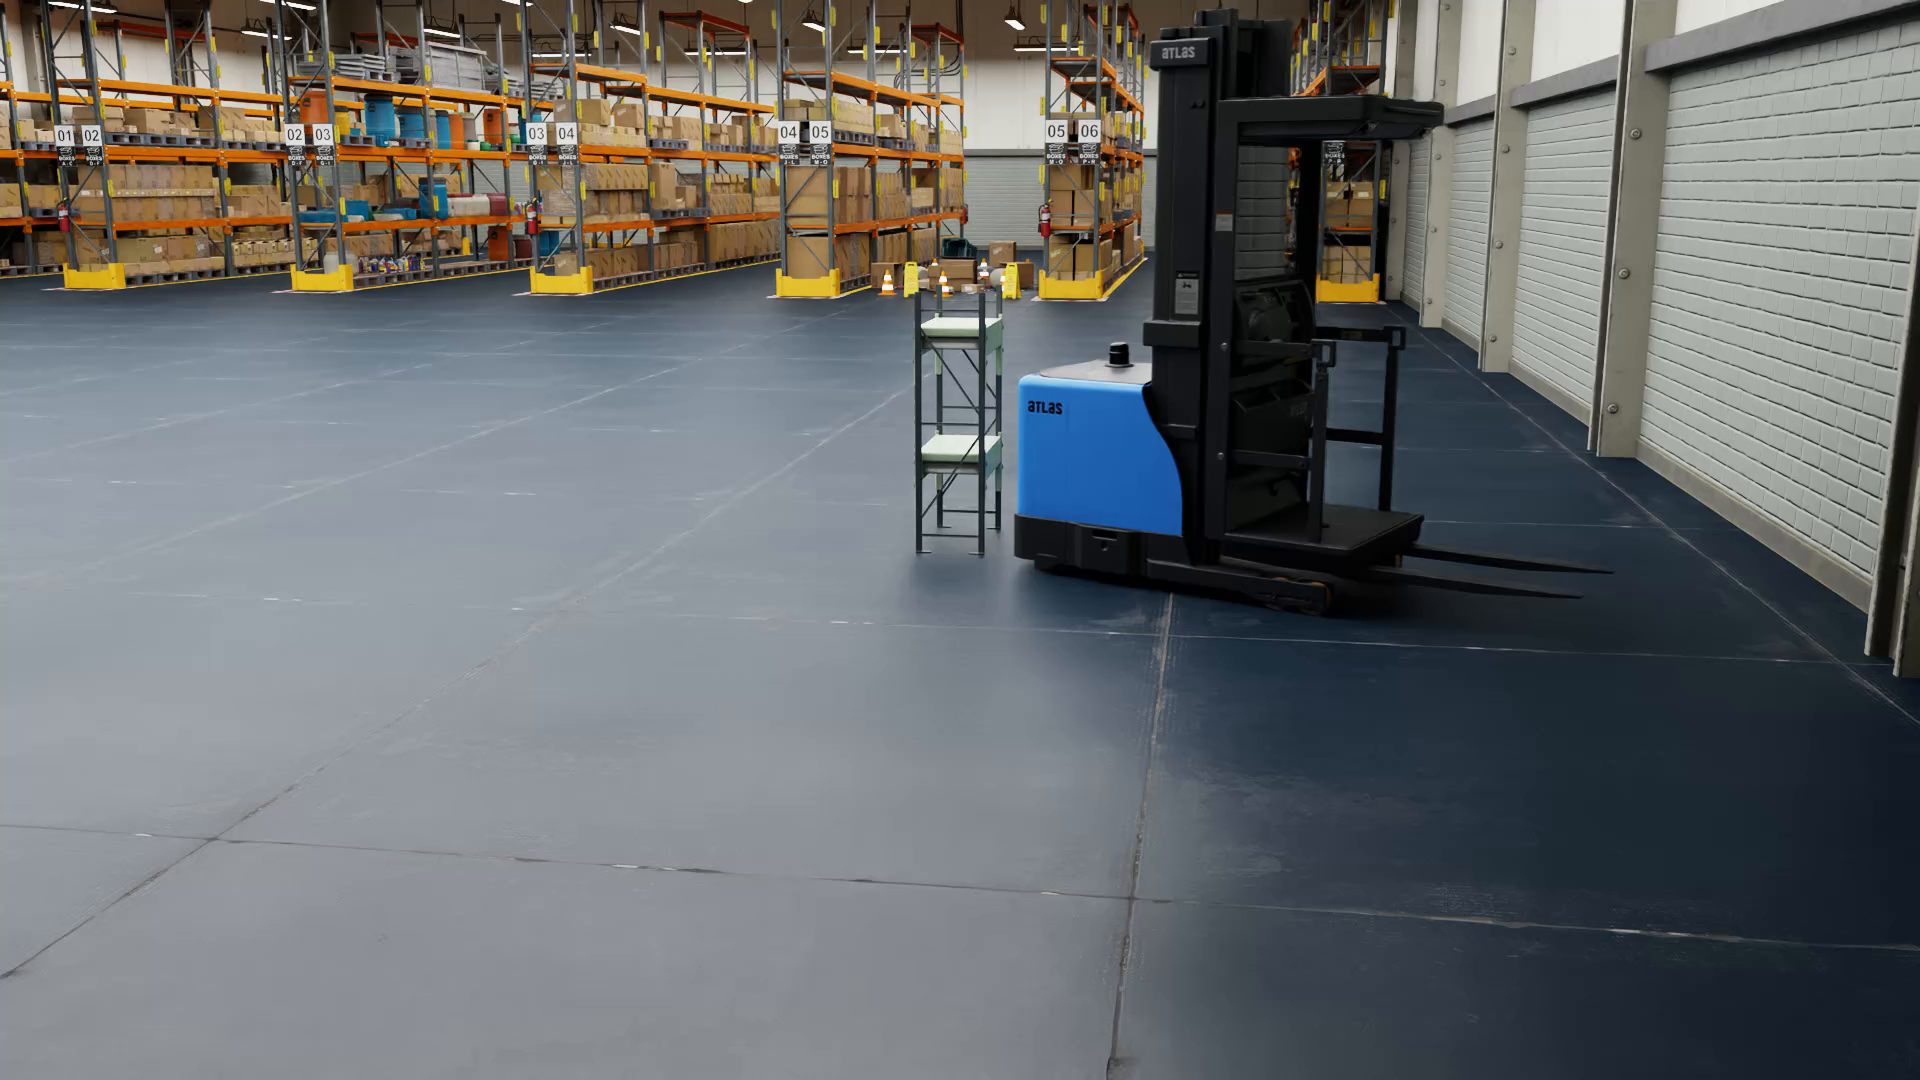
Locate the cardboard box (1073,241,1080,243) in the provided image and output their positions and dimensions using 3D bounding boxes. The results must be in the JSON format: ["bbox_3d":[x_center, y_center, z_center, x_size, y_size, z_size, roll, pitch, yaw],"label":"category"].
[{"bbox_3d":[2.071,-5.563,32.436,0.500,0.500,0.500,2,12,7],"label":"cardboard box"}]

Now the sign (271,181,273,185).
[{"bbox_3d":[-20.518,-10.561,49.634,0.100,0.325,0.005,2,12,9],"label":"sign"}]

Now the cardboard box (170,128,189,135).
[{"bbox_3d":[-16.836,-8.779,35.757,0.380,0.149,0.250,2,12,9],"label":"cardboard box"}]

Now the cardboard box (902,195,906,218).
[{"bbox_3d":[-1.514,-7.594,37.872,0.500,0.500,0.500,2,12,9],"label":"cardboard box"}]

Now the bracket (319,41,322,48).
[{"bbox_3d":[-19.995,-15.437,51.719,0.235,0.232,0.430,2,12,9],"label":"bracket"}]

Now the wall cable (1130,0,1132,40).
[{"bbox_3d":[4.066,-16.662,50.285,2.355,3.000,0.029,2,12,9],"label":"wall cable"}]

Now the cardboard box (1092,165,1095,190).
[{"bbox_3d":[2.378,-7.378,33.790,0.700,0.500,0.500,2,12,8],"label":"cardboard box"}]

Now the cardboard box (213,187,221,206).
[{"bbox_3d":[-20.407,-9.347,45.253,0.500,0.500,0.500,2,12,8],"label":"cardboard box"}]

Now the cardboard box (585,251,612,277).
[{"bbox_3d":[-7.462,-5.636,33.960,0.500,0.500,0.500,3,13,14],"label":"cardboard box"}]

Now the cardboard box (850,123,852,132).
[{"bbox_3d":[-2.299,-8.007,32.270,0.380,0.149,0.250,2,12,8],"label":"cardboard box"}]

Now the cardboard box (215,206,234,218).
[{"bbox_3d":[-16.888,-7.452,37.810,0.500,0.250,0.500,3,12,12],"label":"cardboard box"}]

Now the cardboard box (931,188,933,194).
[{"bbox_3d":[-0.886,-8.867,42.206,0.380,0.149,0.250,2,12,11],"label":"cardboard box"}]

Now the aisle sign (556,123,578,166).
[{"bbox_3d":[-7.461,-7.516,31.577,0.394,0.787,0.004,2,12,9],"label":"aisle sign"}]

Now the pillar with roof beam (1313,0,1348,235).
[{"bbox_3d":[6.462,-12.721,47.662,9.100,9.000,0.548,2,12,9],"label":"pillar with roof beam"}]

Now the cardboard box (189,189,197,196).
[{"bbox_3d":[-16.868,-7.564,36.193,0.380,0.149,0.250,2,12,9],"label":"cardboard box"}]

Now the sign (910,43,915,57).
[{"bbox_3d":[-1.083,-11.201,38.013,0.100,0.325,0.005,2,12,9],"label":"sign"}]

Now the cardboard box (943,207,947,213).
[{"bbox_3d":[-0.543,-8.729,43.976,0.380,0.149,0.250,2,12,10],"label":"cardboard box"}]

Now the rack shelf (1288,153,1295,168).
[{"bbox_3d":[9.103,-9.815,43.006,1.077,0.370,4.000,2,12,9],"label":"rack shelf"}]

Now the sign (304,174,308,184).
[{"bbox_3d":[-19.436,-10.741,49.403,0.100,0.325,0.005,2,12,9],"label":"sign"}]

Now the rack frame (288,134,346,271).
[{"bbox_3d":[-12.642,-6.428,32.700,1.000,3.000,0.127,2,12,9],"label":"rack frame"}]

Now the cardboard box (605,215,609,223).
[{"bbox_3d":[-7.283,-6.457,33.430,0.380,0.149,0.250,2,12,9],"label":"cardboard box"}]

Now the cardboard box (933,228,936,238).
[{"bbox_3d":[-0.882,-7.770,42.086,0.500,0.250,0.500,2,12,7],"label":"cardboard box"}]

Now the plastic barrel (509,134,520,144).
[{"bbox_3d":[-11.021,-9.902,41.073,0.294,0.245,0.294,0,12,0],"label":"plastic barrel"}]

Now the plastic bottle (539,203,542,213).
[{"bbox_3d":[-10.718,-8.469,42.450,0.061,0.283,0.133,2,12,9],"label":"plastic bottle"}]

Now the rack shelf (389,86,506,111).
[{"bbox_3d":[-11.719,-10.062,37.982,1.077,0.370,4.000,2,12,9],"label":"rack shelf"}]

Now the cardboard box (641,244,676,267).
[{"bbox_3d":[-6.839,-6.436,37.624,0.700,0.500,0.500,1,12,4],"label":"cardboard box"}]

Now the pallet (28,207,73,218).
[{"bbox_3d":[-21.555,-7.642,38.790,1.003,0.211,1.213,2,12,9],"label":"pallet"}]

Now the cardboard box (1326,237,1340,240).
[{"bbox_3d":[8.568,-6.851,38.058,0.380,0.149,0.250,3,12,12],"label":"cardboard box"}]

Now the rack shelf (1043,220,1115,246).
[{"bbox_3d":[2.352,-6.011,32.473,1.077,0.370,4.000,2,12,9],"label":"rack shelf"}]

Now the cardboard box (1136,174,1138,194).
[{"bbox_3d":[4.376,-9.285,43.345,0.500,0.500,0.500,2,12,10],"label":"cardboard box"}]

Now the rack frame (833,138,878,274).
[{"bbox_3d":[-2.247,-6.918,34.976,1.000,3.000,0.127,2,12,9],"label":"rack frame"}]

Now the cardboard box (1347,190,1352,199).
[{"bbox_3d":[7.233,-6.268,30.181,0.380,0.149,0.250,2,12,9],"label":"cardboard box"}]

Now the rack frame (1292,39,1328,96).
[{"bbox_3d":[9.410,-12.050,44.546,1.000,3.000,0.127,2,12,9],"label":"rack frame"}]

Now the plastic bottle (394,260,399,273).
[{"bbox_3d":[-11.956,-5.811,35.269,0.097,0.271,0.097,0,12,0],"label":"plastic bottle"}]

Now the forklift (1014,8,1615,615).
[{"bbox_3d":[1.809,-1.186,8.538,3.031,2.935,1.130,8,15,33],"label":"forklift"}]

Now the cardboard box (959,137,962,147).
[{"bbox_3d":[-0.221,-10.950,45.731,0.500,0.250,0.500,1,12,7],"label":"cardboard box"}]

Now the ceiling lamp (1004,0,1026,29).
[{"bbox_3d":[1.603,-14.128,40.332,0.800,3.185,2.000,2,12,9],"label":"ceiling lamp"}]

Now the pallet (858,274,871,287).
[{"bbox_3d":[-2.441,-5.399,34.547,1.003,0.211,1.213,2,12,9],"label":"pallet"}]

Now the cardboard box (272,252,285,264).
[{"bbox_3d":[-16.378,-6.679,39.395,0.500,0.250,0.500,2,12,10],"label":"cardboard box"}]

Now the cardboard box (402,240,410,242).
[{"bbox_3d":[-15.767,-8.272,46.594,0.500,0.311,0.500,2,12,9],"label":"cardboard box"}]

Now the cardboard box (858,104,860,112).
[{"bbox_3d":[-2.183,-8.557,32.927,0.380,0.149,0.250,2,12,8],"label":"cardboard box"}]

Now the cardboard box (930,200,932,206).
[{"bbox_3d":[-0.922,-8.523,42.021,0.380,0.149,0.250,2,12,9],"label":"cardboard box"}]

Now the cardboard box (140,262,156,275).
[{"bbox_3d":[-17.160,-5.659,34.662,0.500,0.250,0.500,2,12,9],"label":"cardboard box"}]

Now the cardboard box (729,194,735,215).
[{"bbox_3d":[-5.943,-8.392,41.577,0.500,0.500,0.500,2,12,9],"label":"cardboard box"}]

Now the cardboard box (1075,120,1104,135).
[{"bbox_3d":[2.385,-7.581,30.580,0.500,0.250,0.500,2,12,8],"label":"cardboard box"}]

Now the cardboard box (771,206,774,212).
[{"bbox_3d":[-5.290,-9.018,45.315,0.380,0.149,0.250,2,12,7],"label":"cardboard box"}]

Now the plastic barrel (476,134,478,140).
[{"bbox_3d":[-11.762,-9.560,39.846,0.421,0.512,0.421,0,12,0],"label":"plastic barrel"}]

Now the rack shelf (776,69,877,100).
[{"bbox_3d":[-2.555,-8.888,32.530,1.077,0.370,4.000,2,12,9],"label":"rack shelf"}]

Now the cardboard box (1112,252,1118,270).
[{"bbox_3d":[2.950,-6.104,36.436,0.950,0.372,0.625,2,12,11],"label":"cardboard box"}]

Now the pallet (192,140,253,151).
[{"bbox_3d":[-16.798,-8.979,37.870,0.805,0.209,1.217,1,12,6],"label":"pallet"}]

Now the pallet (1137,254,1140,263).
[{"bbox_3d":[4.269,-7.492,44.255,1.003,0.211,1.213,2,12,9],"label":"pallet"}]

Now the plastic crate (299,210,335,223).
[{"bbox_3d":[-12.861,-6.469,33.244,0.499,0.251,0.616,2,12,9],"label":"plastic crate"}]

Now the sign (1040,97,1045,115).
[{"bbox_3d":[1.499,-7.868,30.159,0.100,0.325,0.005,2,12,9],"label":"sign"}]

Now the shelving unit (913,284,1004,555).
[{"bbox_3d":[-0.001,-0.732,9.829,0.431,1.500,0.755,2,12,9],"label":"shelving unit"}]

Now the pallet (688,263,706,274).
[{"bbox_3d":[-6.639,-6.407,39.222,1.003,0.211,1.213,2,12,9],"label":"pallet"}]
